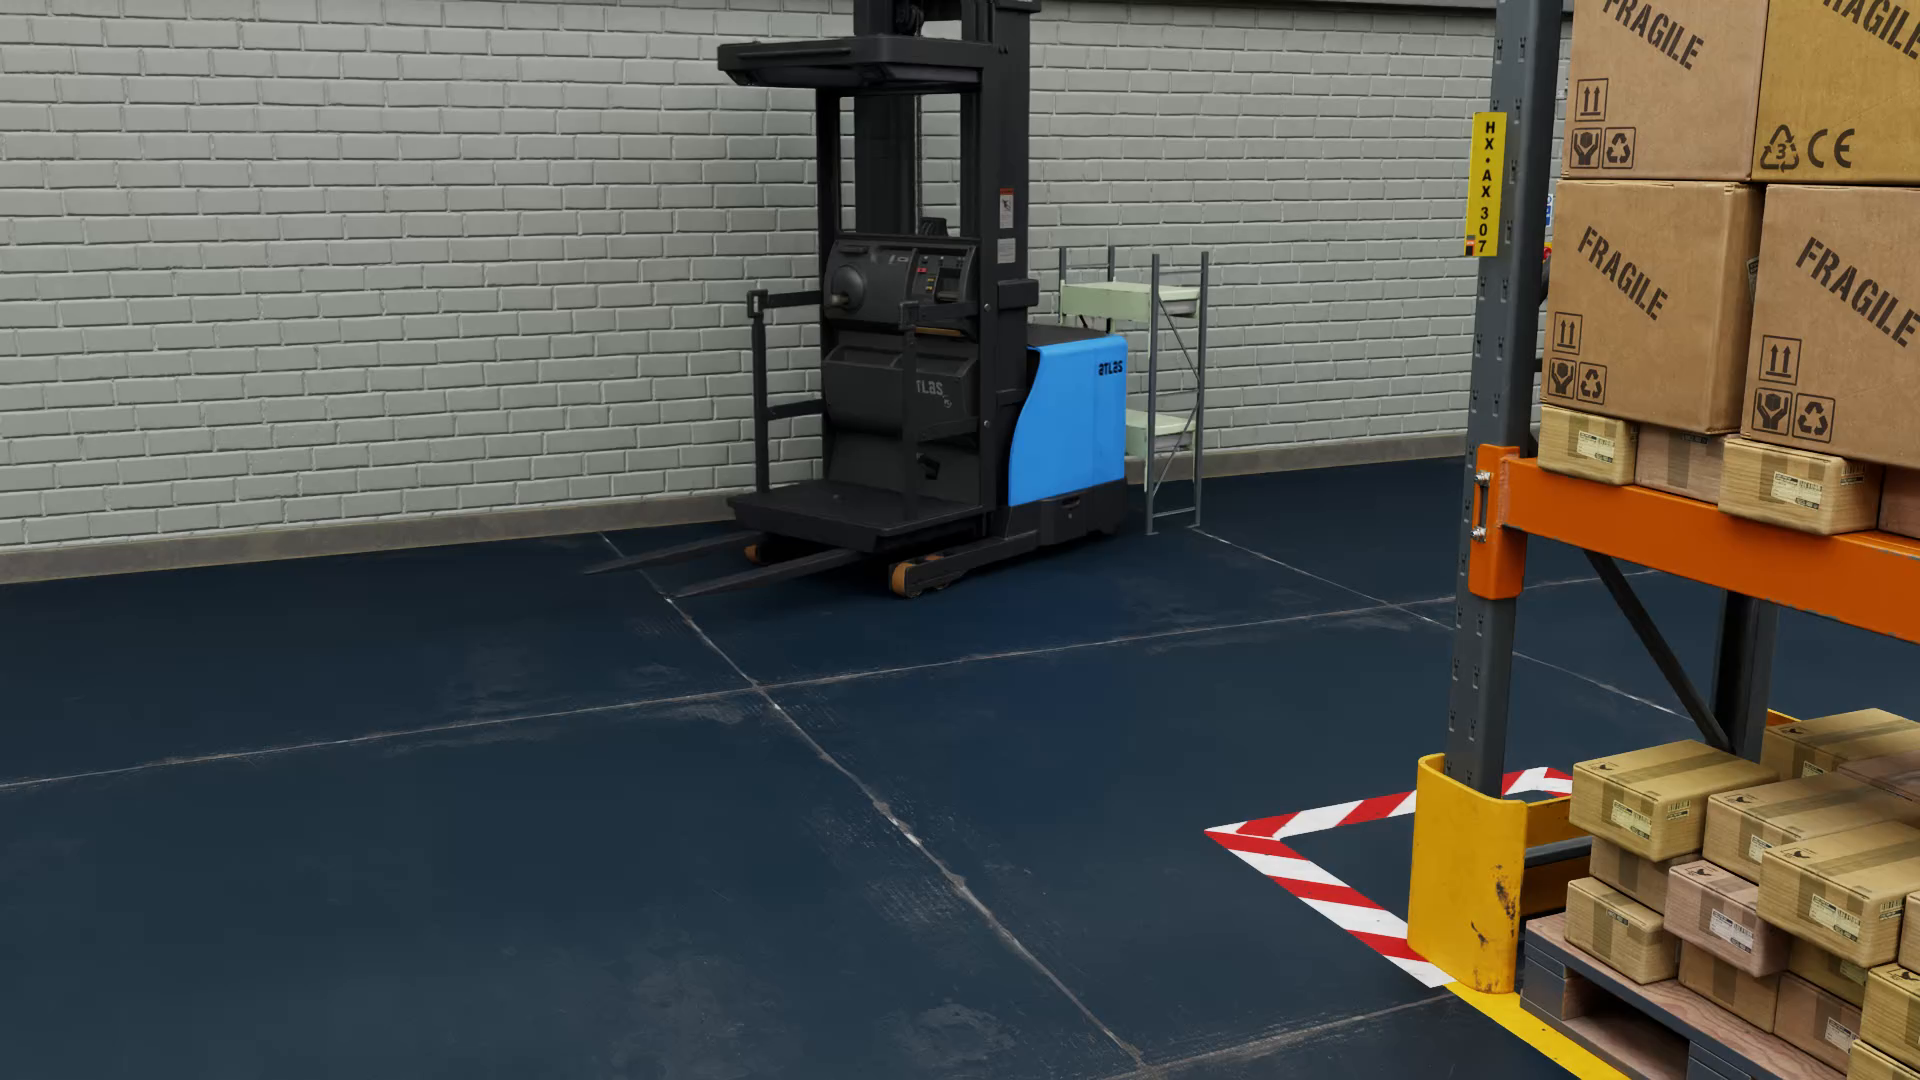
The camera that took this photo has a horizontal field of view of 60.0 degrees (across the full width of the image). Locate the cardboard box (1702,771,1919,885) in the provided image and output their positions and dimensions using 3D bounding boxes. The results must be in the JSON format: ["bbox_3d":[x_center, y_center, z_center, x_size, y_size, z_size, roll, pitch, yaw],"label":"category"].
[{"bbox_3d":[1.835,0.631,3.565,0.380,0.149,0.250,-5,14,-22],"label":"cardboard box"}]

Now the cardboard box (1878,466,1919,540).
[{"bbox_3d":[1.973,-0.080,3.119,0.380,0.149,0.250,-5,14,-20],"label":"cardboard box"}]

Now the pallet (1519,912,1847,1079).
[{"bbox_3d":[2.039,1.096,3.665,1.003,0.211,1.213,-6,14,-23],"label":"pallet"}]

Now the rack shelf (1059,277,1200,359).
[{"bbox_3d":[0.938,-1.226,9.111,0.431,0.370,0.720,-10,16,-37],"label":"rack shelf"}]

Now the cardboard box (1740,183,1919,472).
[{"bbox_3d":[1.880,-0.417,3.136,0.500,0.500,0.500,-6,14,-23],"label":"cardboard box"}]

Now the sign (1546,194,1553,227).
[{"bbox_3d":[3.862,-2.220,11.209,0.327,0.218,0.001,-6,14,-23],"label":"sign"}]

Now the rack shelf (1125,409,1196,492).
[{"bbox_3d":[0.938,-0.528,9.273,0.431,0.370,0.720,-10,16,-37],"label":"rack shelf"}]

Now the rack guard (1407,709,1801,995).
[{"bbox_3d":[1.746,0.785,4.371,1.175,0.500,0.348,-6,14,-23],"label":"rack guard"}]

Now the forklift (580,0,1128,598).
[{"bbox_3d":[-0.435,-1.285,7.924,1.130,2.935,3.031,11,17,39],"label":"forklift"}]

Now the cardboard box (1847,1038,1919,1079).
[{"bbox_3d":[1.920,1.033,3.147,0.380,0.149,0.250,-5,14,-22],"label":"cardboard box"}]

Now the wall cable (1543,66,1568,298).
[{"bbox_3d":[3.930,-2.590,11.086,0.585,1.953,0.123,-6,14,-23],"label":"wall cable"}]

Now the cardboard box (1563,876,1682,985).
[{"bbox_3d":[1.632,0.872,3.839,0.380,0.149,0.250,-5,14,-22],"label":"cardboard box"}]

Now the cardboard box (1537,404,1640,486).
[{"bbox_3d":[1.545,-0.230,3.769,0.380,0.149,0.250,-6,14,-23],"label":"cardboard box"}]

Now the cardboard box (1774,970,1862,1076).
[{"bbox_3d":[1.918,0.970,3.418,0.380,0.149,0.250,-5,14,-22],"label":"cardboard box"}]

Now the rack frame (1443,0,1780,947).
[{"bbox_3d":[1.715,-0.449,4.157,1.000,3.000,0.127,-6,14,-23],"label":"rack frame"}]

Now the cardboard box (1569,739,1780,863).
[{"bbox_3d":[1.614,0.584,3.764,0.380,0.149,0.250,-6,14,-26],"label":"cardboard box"}]

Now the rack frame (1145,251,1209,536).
[{"bbox_3d":[1.162,-0.781,8.917,0.400,1.500,0.023,-10,16,-37],"label":"rack frame"}]

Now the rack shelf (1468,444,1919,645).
[{"bbox_3d":[2.517,0.315,2.453,1.077,0.370,4.000,-6,14,-23],"label":"rack shelf"}]

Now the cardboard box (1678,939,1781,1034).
[{"bbox_3d":[1.812,0.919,3.637,0.380,0.149,0.250,-6,14,-23],"label":"cardboard box"}]

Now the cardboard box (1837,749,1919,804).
[{"bbox_3d":[2.208,0.589,3.744,0.380,0.149,0.250,-5,14,-22],"label":"cardboard box"}]

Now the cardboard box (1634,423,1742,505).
[{"bbox_3d":[1.685,-0.181,3.558,0.380,0.149,0.250,-5,14,-21],"label":"cardboard box"}]

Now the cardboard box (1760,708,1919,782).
[{"bbox_3d":[2.160,0.532,3.991,0.380,0.149,0.250,-5,14,-22],"label":"cardboard box"}]

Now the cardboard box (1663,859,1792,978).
[{"bbox_3d":[1.748,0.784,3.564,0.380,0.149,0.250,-6,14,-23],"label":"cardboard box"}]

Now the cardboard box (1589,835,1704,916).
[{"bbox_3d":[1.690,0.722,3.830,0.380,0.149,0.250,-5,14,-21],"label":"cardboard box"}]

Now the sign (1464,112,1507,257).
[{"bbox_3d":[1.218,-0.822,3.848,0.100,0.325,0.005,-6,14,-23],"label":"sign"}]

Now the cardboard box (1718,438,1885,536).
[{"bbox_3d":[1.744,-0.121,3.297,0.380,0.149,0.250,-6,14,-25],"label":"cardboard box"}]

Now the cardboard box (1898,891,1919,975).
[{"bbox_3d":[1.993,0.738,3.101,0.380,0.149,0.250,-6,14,-26],"label":"cardboard box"}]

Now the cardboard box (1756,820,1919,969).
[{"bbox_3d":[1.818,0.694,3.290,0.380,0.149,0.250,-6,14,-23],"label":"cardboard box"}]

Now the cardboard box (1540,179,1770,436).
[{"bbox_3d":[1.642,-0.525,3.604,0.500,0.500,0.500,-5,14,-20],"label":"cardboard box"}]

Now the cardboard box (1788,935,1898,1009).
[{"bbox_3d":[1.927,0.826,3.380,0.380,0.149,0.250,-5,14,-22],"label":"cardboard box"}]

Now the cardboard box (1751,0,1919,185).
[{"bbox_3d":[1.860,-0.909,3.048,0.500,0.500,0.500,-5,14,-21],"label":"cardboard box"}]

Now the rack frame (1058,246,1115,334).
[{"bbox_3d":[0.714,-0.911,9.481,0.400,1.500,0.023,-10,16,-37],"label":"rack frame"}]

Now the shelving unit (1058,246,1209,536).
[{"bbox_3d":[0.938,-0.846,9.199,0.431,1.500,0.755,-10,16,-37],"label":"shelving unit"}]

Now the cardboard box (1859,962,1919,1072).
[{"bbox_3d":[1.931,0.889,3.108,0.380,0.149,0.250,-5,14,-21],"label":"cardboard box"}]

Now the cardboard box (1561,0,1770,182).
[{"bbox_3d":[1.652,-1.013,3.496,0.500,0.500,0.500,-6,14,-23],"label":"cardboard box"}]
